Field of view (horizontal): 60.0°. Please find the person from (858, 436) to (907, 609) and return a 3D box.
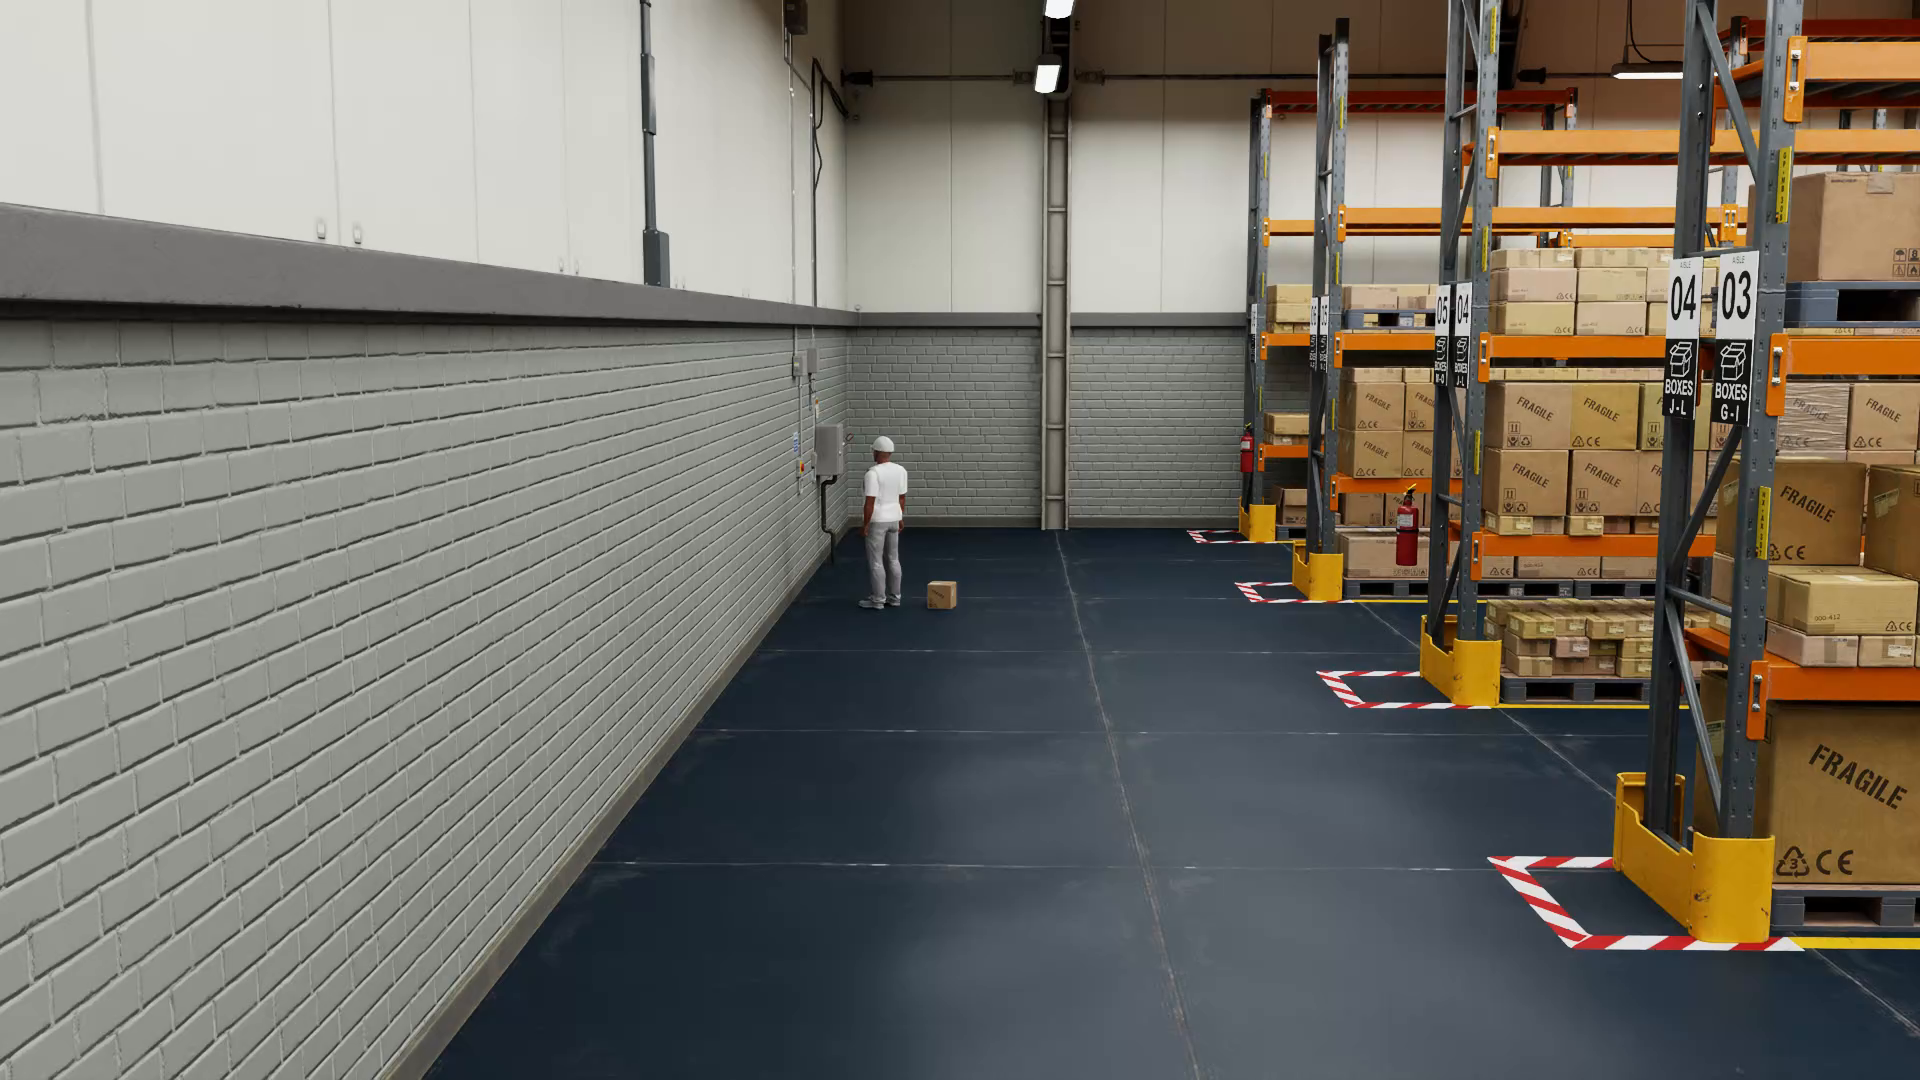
[{"bbox_3d":[-0.813,-0.183,17.117,0.393,1.770,0.544,7,10,44],"label":"person"}]
